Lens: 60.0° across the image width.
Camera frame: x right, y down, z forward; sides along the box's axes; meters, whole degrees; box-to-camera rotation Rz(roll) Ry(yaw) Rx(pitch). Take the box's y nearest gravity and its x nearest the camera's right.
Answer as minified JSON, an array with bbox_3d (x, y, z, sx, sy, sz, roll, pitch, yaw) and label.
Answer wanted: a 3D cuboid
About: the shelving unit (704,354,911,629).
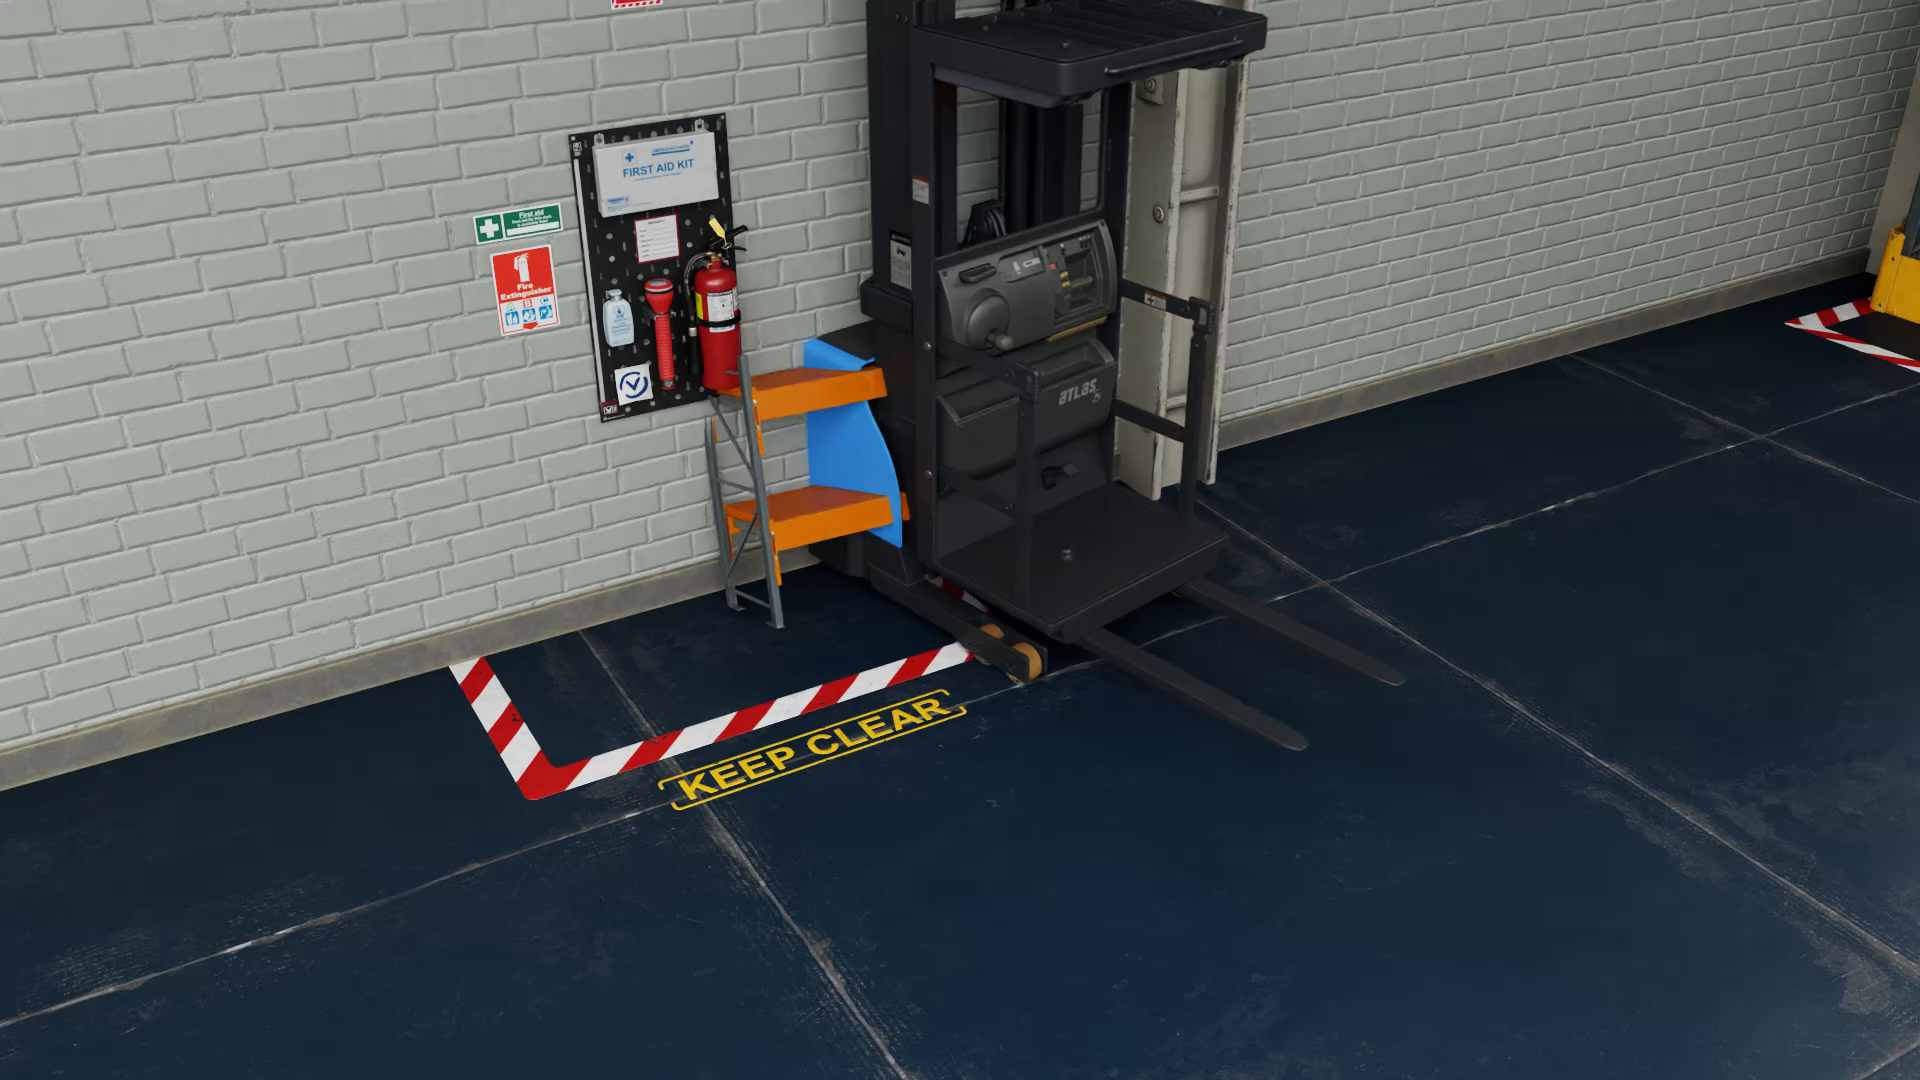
[{"bbox_3d":[-0.494,-0.331,7.123,1.048,1.125,0.538,-14,16,-30],"label":"shelving unit"}]

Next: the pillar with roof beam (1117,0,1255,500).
[{"bbox_3d":[3.207,-2.449,2.875,0.400,9.000,9.100,-16,33,-26],"label":"pillar with roof beam"}]

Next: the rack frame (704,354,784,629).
[{"bbox_3d":[-0.922,-0.221,6.872,0.032,1.125,0.500,-14,16,-30],"label":"rack frame"}]

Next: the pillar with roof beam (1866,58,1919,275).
[{"bbox_3d":[8.380,-3.918,5.536,0.400,9.000,9.100,-16,33,-26],"label":"pillar with roof beam"}]

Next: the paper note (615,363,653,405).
[{"bbox_3d":[-1.312,-0.627,6.693,0.142,0.148,0.016,-16,33,-26],"label":"paper note"}]

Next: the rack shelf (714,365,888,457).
[{"bbox_3d":[-0.523,-0.613,7.051,1.000,0.278,0.538,-14,16,-30],"label":"rack shelf"}]

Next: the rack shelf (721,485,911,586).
[{"bbox_3d":[-0.469,-0.095,7.183,1.000,0.278,0.538,-14,16,-30],"label":"rack shelf"}]

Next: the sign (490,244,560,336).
[{"bbox_3d":[-1.653,-0.950,6.331,0.234,0.329,0.001,-16,33,-26],"label":"sign"}]

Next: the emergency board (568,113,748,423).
[{"bbox_3d":[-1.124,-1.027,6.507,0.643,1.169,0.194,-16,33,-26],"label":"emergency board"}]

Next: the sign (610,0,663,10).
[{"bbox_3d":[-1.182,-2.082,6.018,0.199,0.298,0.001,-16,33,-26],"label":"sign"}]

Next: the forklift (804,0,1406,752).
[{"bbox_3d":[0.427,-0.983,6.498,1.130,2.935,3.031,-24,37,-36],"label":"forklift"}]

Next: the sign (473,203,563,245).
[{"bbox_3d":[-1.645,-1.180,6.198,0.331,0.109,0.001,-16,33,-26],"label":"sign"}]

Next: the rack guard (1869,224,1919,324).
[{"bbox_3d":[6.099,-1.477,9.910,0.348,0.500,1.175,-16,33,-26],"label":"rack guard"}]

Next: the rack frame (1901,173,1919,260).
[{"bbox_3d":[6.033,-2.553,9.272,0.127,3.000,1.000,-16,33,-26],"label":"rack frame"}]
